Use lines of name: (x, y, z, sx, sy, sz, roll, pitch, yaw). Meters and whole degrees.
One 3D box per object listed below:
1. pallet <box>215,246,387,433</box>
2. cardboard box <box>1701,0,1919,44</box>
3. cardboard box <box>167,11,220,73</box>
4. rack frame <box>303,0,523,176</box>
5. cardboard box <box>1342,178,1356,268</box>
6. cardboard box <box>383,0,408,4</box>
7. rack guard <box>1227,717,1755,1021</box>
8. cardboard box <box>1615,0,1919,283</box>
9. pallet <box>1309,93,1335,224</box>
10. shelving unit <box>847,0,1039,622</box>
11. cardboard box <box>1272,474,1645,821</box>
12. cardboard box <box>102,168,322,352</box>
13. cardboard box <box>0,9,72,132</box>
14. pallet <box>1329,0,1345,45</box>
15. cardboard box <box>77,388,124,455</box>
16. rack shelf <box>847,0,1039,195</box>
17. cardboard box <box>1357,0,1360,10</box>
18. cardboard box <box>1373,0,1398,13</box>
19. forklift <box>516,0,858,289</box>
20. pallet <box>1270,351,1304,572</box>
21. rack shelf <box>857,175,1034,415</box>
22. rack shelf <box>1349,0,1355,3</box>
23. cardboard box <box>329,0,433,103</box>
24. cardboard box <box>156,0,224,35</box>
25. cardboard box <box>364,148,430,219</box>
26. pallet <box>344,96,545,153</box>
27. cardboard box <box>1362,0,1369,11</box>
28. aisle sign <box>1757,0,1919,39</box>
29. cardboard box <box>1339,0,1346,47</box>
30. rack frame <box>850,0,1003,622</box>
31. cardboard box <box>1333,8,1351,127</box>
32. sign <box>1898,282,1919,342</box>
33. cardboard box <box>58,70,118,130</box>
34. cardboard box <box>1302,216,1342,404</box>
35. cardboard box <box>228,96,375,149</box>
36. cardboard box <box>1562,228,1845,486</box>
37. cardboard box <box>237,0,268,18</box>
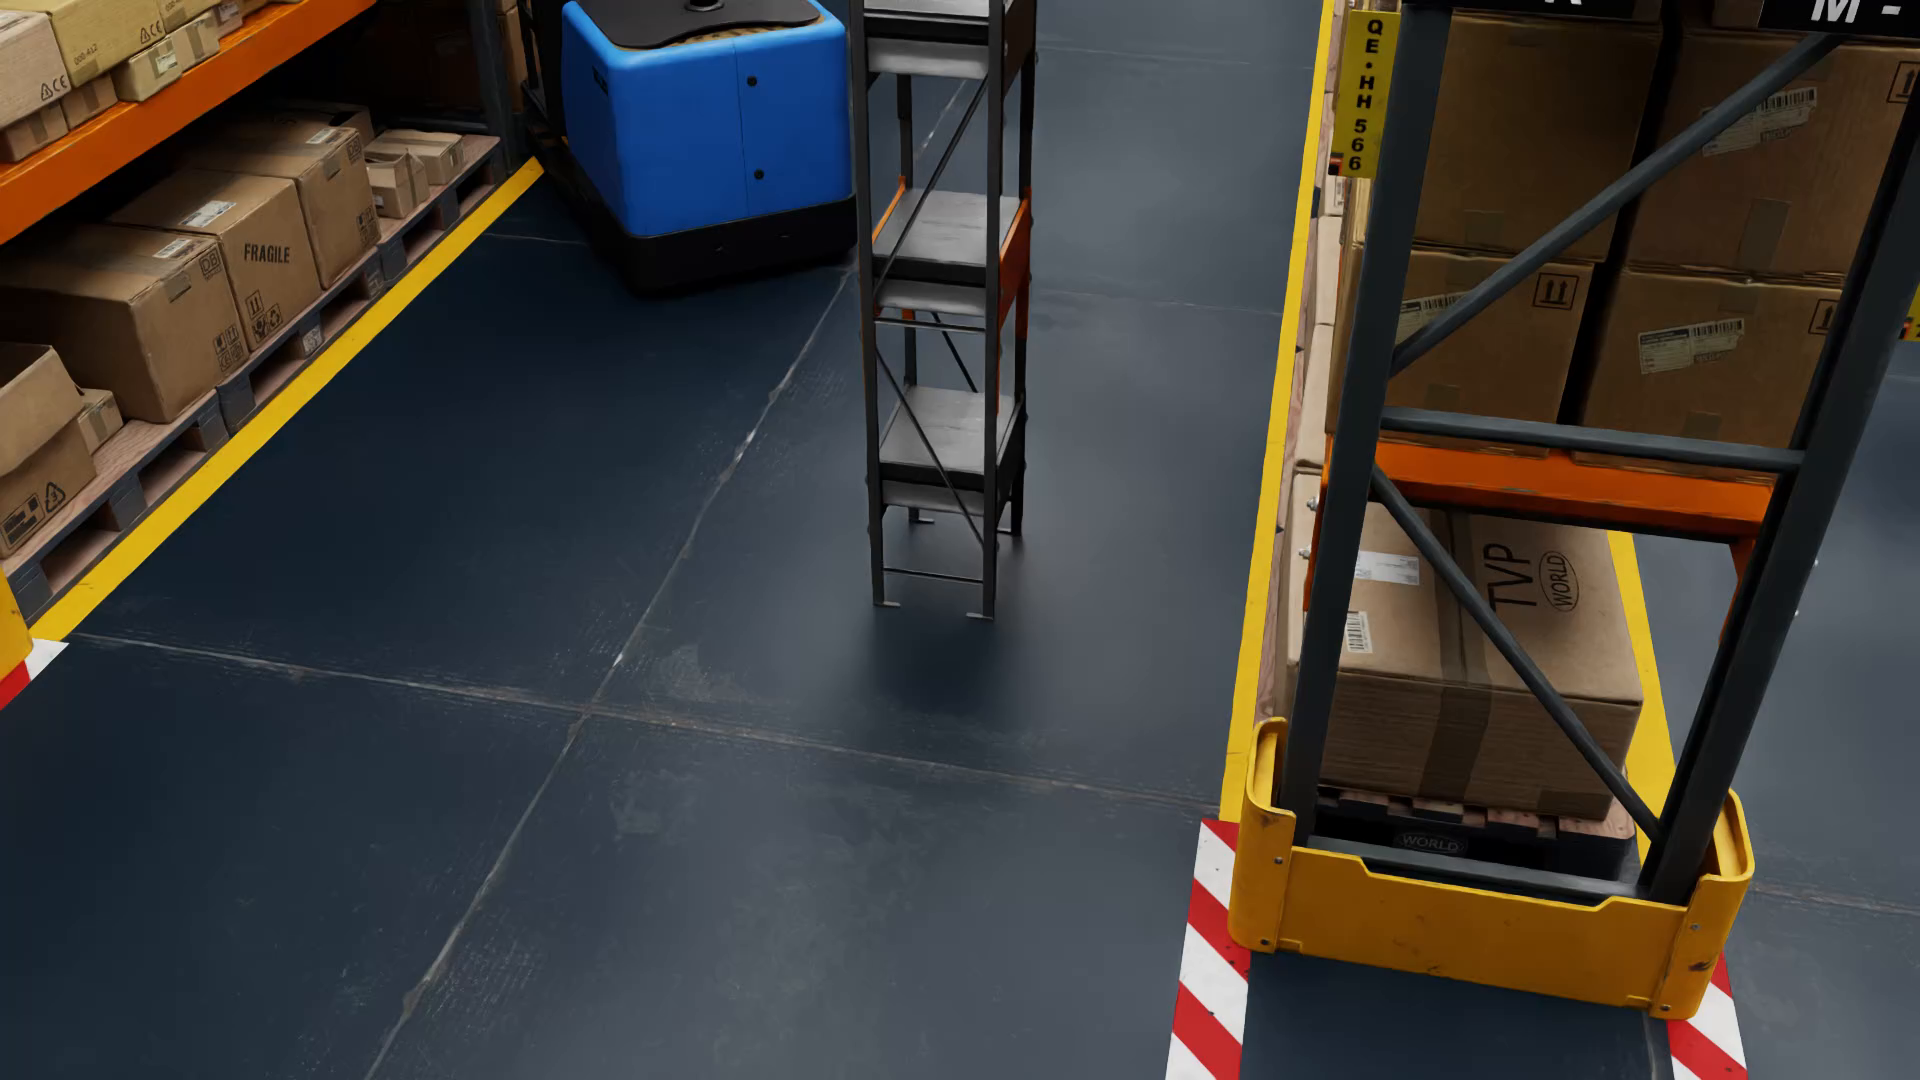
pallet: (-3.102, -0.893, 6.803, 1.003, 0.211, 1.213, 7, 37, 10)
cardboard box: (1.646, -1.081, 3.195, 0.380, 0.149, 0.250, 8, 37, 11)
cardboard box: (-2.852, -1.762, 5.840, 0.380, 0.149, 0.250, 8, 37, 11)
rack frame: (-2.696, -3.117, 7.495, 1.000, 3.000, 0.127, 7, 37, 10)
cardboard box: (1.266, -0.840, 4.268, 0.500, 0.500, 0.500, 7, 36, 9)
cardboard box: (-2.899, -2.785, 8.256, 0.380, 0.149, 0.250, 6, 36, 8)
rack guard: (1.295, 0.822, 4.190, 1.175, 0.500, 0.348, 7, 37, 10)
cardboard box: (1.680, -0.889, 3.483, 0.500, 0.500, 0.500, 7, 36, 9)
pallet: (2.245, -1.820, 8.081, 1.003, 0.211, 1.213, 7, 37, 10)
shelving unit: (-0.035, -0.755, 5.003, 0.431, 2.100, 0.503, 7, 37, 10)
cardboard box: (1.343, 0.272, 4.644, 0.875, 0.438, 0.875, 6, 36, 8)
cardboard box: (-2.896, -1.097, 6.479, 0.500, 0.500, 0.500, 8, 37, 11)
cardboard box: (-3.083, -1.399, 4.999, 0.500, 0.250, 0.500, 8, 37, 10)
pallet: (2.766, -3.219, 10.011, 1.003, 0.211, 1.213, 7, 37, 10)
cardboard box: (-3.198, -0.417, 5.841, 0.380, 0.149, 0.250, 6, 36, 8)
rack shelf: (-0.035, -1.311, 4.600, 0.431, 0.518, 0.480, 7, 37, 10)
cardboard box: (1.687, -2.014, 5.887, 0.500, 0.500, 0.500, 8, 37, 10)
cardboard box: (1.253, -1.259, 3.994, 0.500, 0.500, 0.500, 7, 37, 10)
forklift: (-1.543, -3.115, 7.551, 1.130, 2.935, 3.031, -15, 39, -20)
pallet: (1.657, -0.241, 5.902, 1.003, 0.211, 1.213, 7, 37, 10)
rack shelf: (-0.035, -0.744, 5.011, 0.431, 0.518, 0.480, 7, 37, 10)
rack shelf: (2.581, -3.353, 8.433, 1.077, 0.370, 4.000, 7, 37, 10)
cardboard box: (-2.880, -2.594, 8.545, 0.500, 0.500, 0.500, 7, 37, 10)
cardboard box: (-2.889, -1.986, 5.809, 0.500, 0.250, 0.500, 6, 36, 9)
cardboard box: (-2.604, -1.620, 7.400, 0.396, 0.266, 0.258, 9, 37, 12)
pallet: (-2.559, -2.459, 8.963, 1.003, 0.211, 1.213, 7, 37, 10)
cardboard box: (1.464, -1.434, 5.087, 0.500, 0.500, 0.500, 8, 37, 11)
aisle sign: (1.568, -1.179, 2.606, 0.394, 0.787, 0.004, 7, 37, 10)
cardboard box: (2.585, -3.204, 9.067, 0.875, 0.875, 0.875, 8, 37, 11)
rack frame: (-0.087, -0.615, 4.810, 0.400, 2.100, 0.015, 7, 37, 10)
cardboard box: (2.208, -2.173, 7.644, 0.875, 0.875, 0.875, 8, 37, 11)
sign: (1.841, -0.514, 3.098, 0.100, 0.325, 0.005, 7, 37, 10)
cardboard box: (-3.016, -1.473, 5.441, 0.380, 0.149, 0.250, 8, 37, 11)
cardboard box: (1.724, -0.770, 6.082, 0.875, 0.438, 0.875, 6, 36, 9)
cardboard box: (-3.068, -1.850, 7.679, 0.500, 0.311, 0.500, 9, 37, 12)
cardboard box: (1.683, -0.484, 3.776, 0.500, 0.500, 0.500, 7, 37, 10)
cardboard box: (-2.858, -2.066, 6.259, 0.380, 0.149, 0.250, 8, 37, 11)
